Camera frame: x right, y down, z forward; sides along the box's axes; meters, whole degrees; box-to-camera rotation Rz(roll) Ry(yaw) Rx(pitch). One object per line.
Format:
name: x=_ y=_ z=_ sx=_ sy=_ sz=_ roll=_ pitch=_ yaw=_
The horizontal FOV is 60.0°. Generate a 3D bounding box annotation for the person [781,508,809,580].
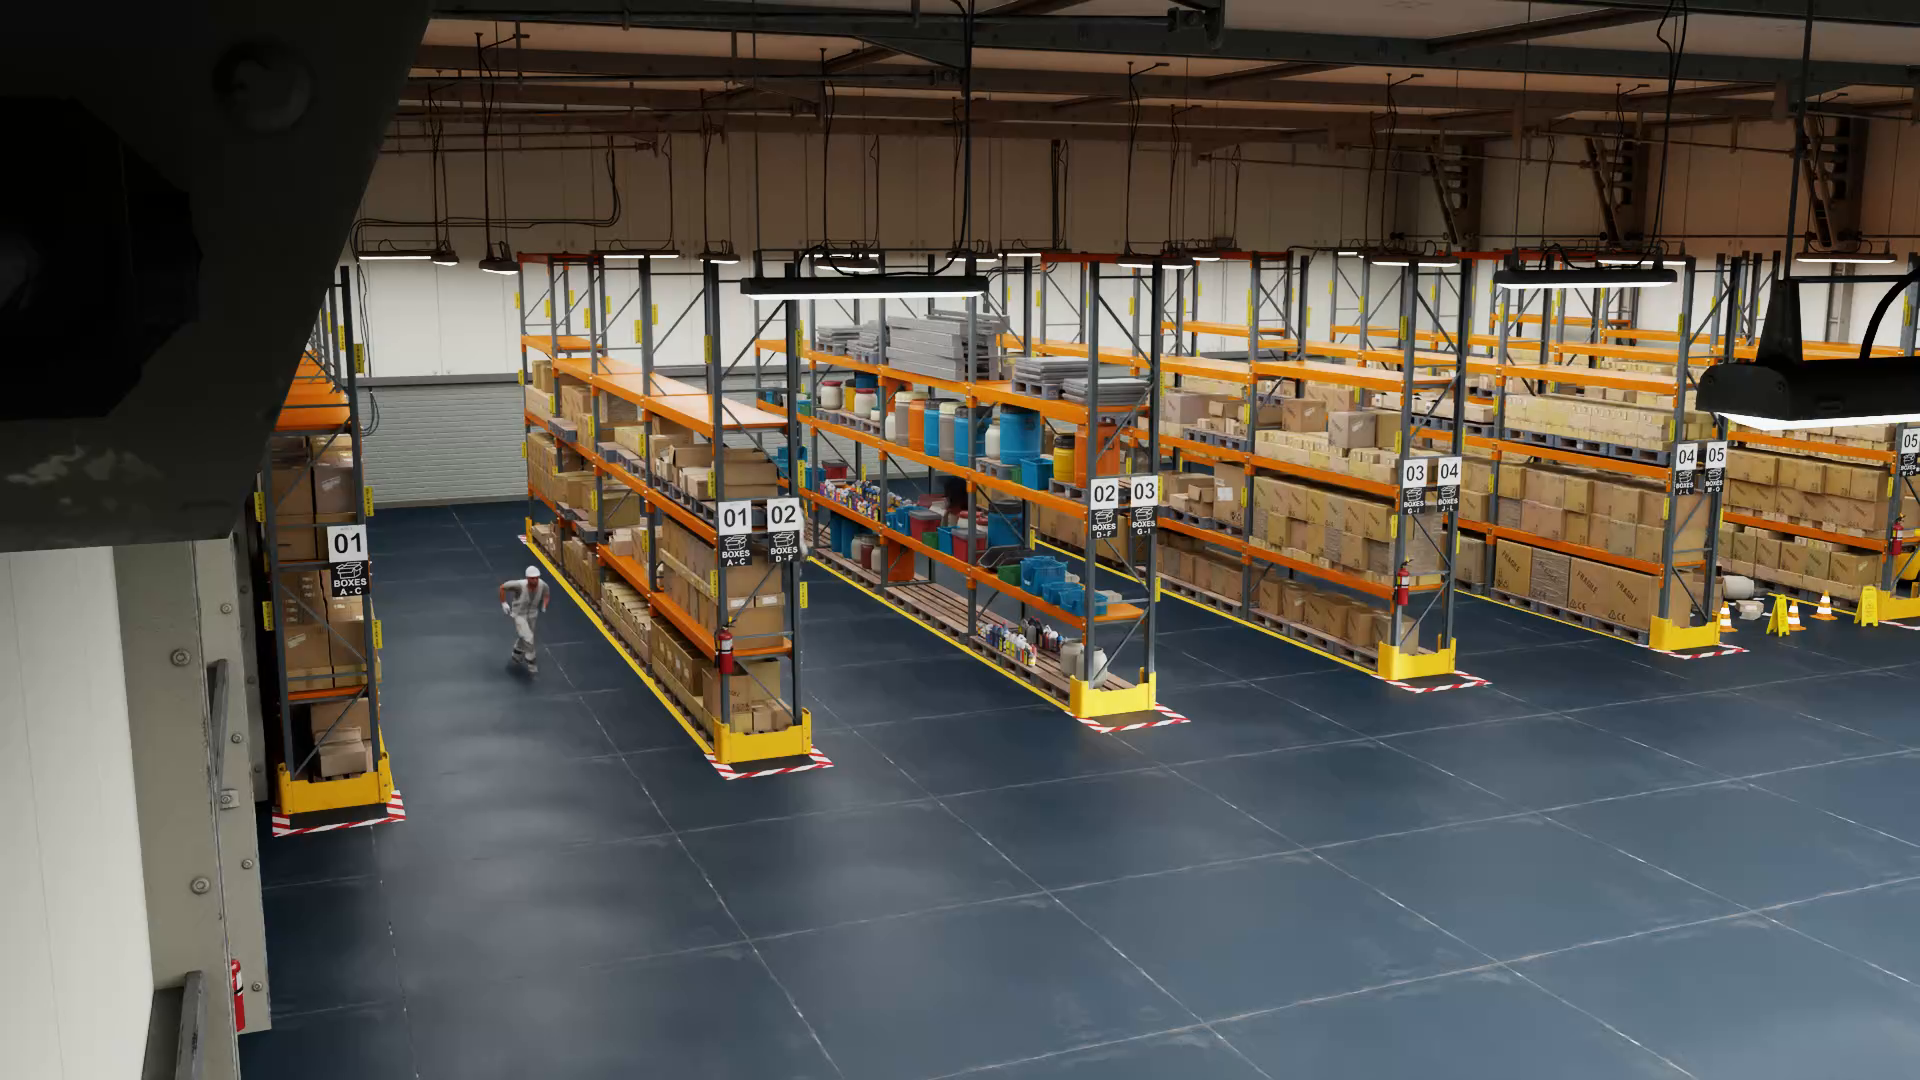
person: x=-3.055 y=-0.042 z=30.132 sx=0.653 sy=1.651 sz=0.956 roll=-5 pitch=11 yaw=-24

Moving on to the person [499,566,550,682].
person: x=-6.316 y=1.174 z=24.075 sx=0.706 sy=1.732 sz=1.040 roll=-8 pitch=13 yaw=-37
